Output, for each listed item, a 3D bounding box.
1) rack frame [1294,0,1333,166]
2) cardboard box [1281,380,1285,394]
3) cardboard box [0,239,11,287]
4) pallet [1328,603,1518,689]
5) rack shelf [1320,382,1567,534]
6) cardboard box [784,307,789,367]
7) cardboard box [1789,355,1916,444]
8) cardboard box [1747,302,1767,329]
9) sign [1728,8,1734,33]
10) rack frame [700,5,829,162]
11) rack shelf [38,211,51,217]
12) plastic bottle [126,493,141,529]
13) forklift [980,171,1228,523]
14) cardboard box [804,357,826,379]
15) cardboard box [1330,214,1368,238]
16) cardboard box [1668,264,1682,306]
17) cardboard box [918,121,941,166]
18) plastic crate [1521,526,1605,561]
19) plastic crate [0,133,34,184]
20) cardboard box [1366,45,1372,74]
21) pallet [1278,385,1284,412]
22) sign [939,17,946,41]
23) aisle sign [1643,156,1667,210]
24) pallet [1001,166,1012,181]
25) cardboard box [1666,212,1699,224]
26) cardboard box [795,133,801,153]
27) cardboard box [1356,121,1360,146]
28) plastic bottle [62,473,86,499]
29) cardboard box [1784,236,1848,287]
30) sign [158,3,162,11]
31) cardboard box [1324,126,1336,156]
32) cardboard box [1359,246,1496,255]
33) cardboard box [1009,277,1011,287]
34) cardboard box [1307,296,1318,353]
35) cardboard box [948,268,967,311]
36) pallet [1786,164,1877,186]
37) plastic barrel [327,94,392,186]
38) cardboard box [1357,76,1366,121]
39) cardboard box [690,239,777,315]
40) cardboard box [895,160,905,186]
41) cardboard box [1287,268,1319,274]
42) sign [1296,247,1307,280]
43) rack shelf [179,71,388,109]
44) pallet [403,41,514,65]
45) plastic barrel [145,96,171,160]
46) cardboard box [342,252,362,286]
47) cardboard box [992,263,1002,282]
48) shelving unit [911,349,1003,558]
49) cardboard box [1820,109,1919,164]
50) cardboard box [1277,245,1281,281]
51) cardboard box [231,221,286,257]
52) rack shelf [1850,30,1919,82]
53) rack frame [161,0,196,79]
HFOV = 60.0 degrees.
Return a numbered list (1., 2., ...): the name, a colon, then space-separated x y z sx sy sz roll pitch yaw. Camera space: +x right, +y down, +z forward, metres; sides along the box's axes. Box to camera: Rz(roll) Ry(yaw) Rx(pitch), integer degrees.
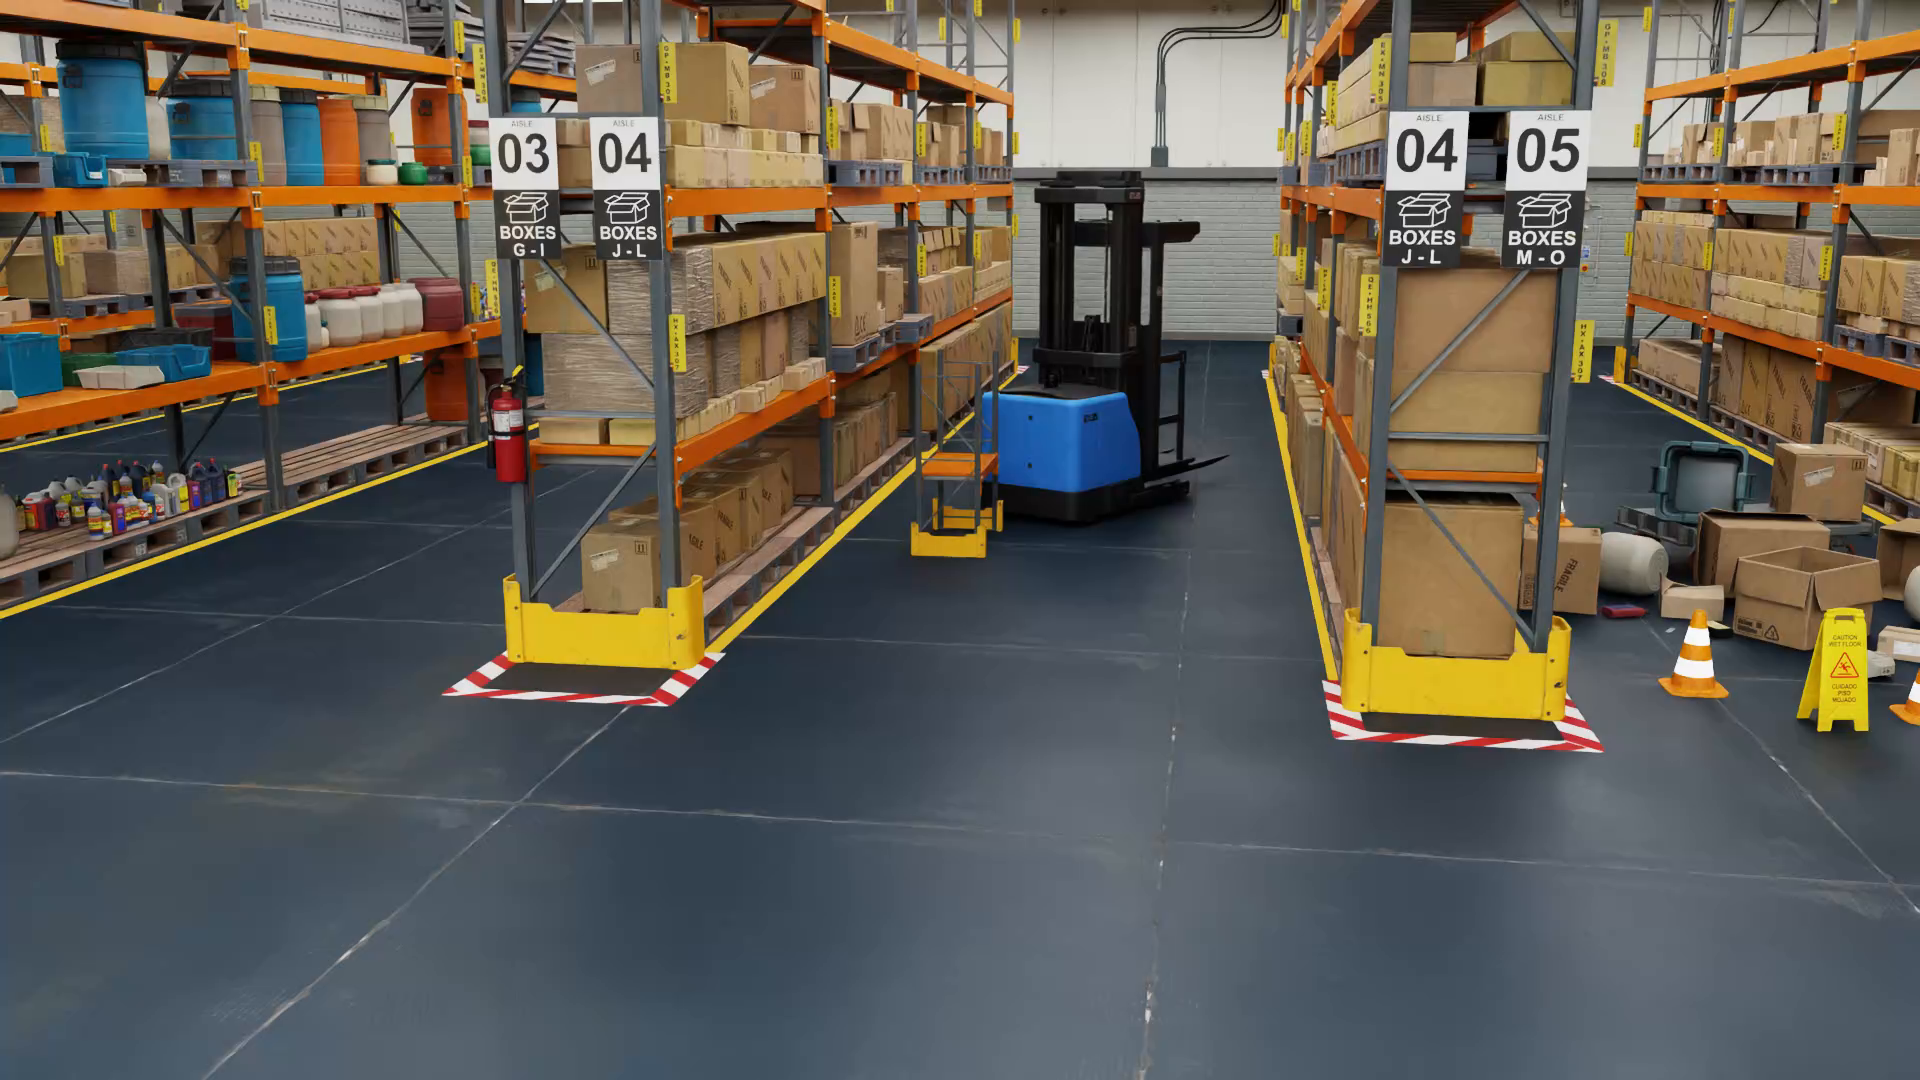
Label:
1. rack frame: 4.563 -5.979 19.875 1.000 3.000 0.127 2 12 9
2. cardboard box: 4.286 -1.950 21.193 0.380 0.149 0.250 2 12 9
3. cardboard box: -14.789 -4.120 24.779 0.980 0.700 0.700 2 12 7
4. pallet: 2.763 0.646 9.994 1.003 0.211 1.213 2 12 9
5. rack shelf: 3.025 -0.613 10.924 1.077 0.370 4.000 2 12 9
6. cardboard box: -1.795 -1.562 12.678 0.875 0.500 0.500 2 12 9
7. cardboard box: 9.043 -1.382 16.831 0.875 0.875 0.875 2 12 8
8. cardboard box: 8.882 -2.433 18.017 0.500 0.250 0.500 2 12 8
9. sign: 10.619 -7.147 22.890 0.100 0.325 0.005 2 12 9
10. rack frame: -1.553 -4.495 12.991 1.000 3.000 0.127 2 12 9
11. rack shelf: -11.033 -3.415 16.808 1.077 0.370 4.000 2 12 9
12. plastic bottle: -6.407 -0.231 12.877 0.097 0.271 0.097 0 12 0
13. forklift: 1.453 -1.834 15.048 1.130 2.935 3.031 9 15 36
14. cardboard box: -1.296 -1.385 13.398 0.380 0.149 0.250 2 12 9
15. cardboard box: 4.873 -3.815 20.759 0.500 0.500 0.500 2 12 10
16. cardboard box: 9.425 -3.273 21.322 0.500 0.500 0.500 2 12 8
17. cardboard box: -0.645 -4.543 19.092 0.797 0.503 0.637 2 12 8
18. plastic crate: 4.600 0.044 12.705 0.450 0.188 0.662 -3 8 40
19. plastic crate: -7.066 -2.755 12.077 0.392 0.384 0.575 2 12 9
20. cardboard box: 2.551 -2.776 9.603 0.380 0.149 0.250 2 12 10
21. pallet: 4.631 -1.824 21.455 1.003 0.211 1.213 2 12 9
22. sign: -0.255 -7.546 24.557 0.100 0.325 0.005 2 12 9
23. aisle sign: 9.809 -5.034 23.564 0.394 0.787 0.004 2 12 9
24. pallet: 0.189 -5.329 24.189 1.003 0.211 1.213 2 12 9
25. cardboard box: 9.476 -4.208 21.747 0.380 0.149 0.250 2 12 7
26. cardboard box: -1.402 -2.966 12.424 0.380 0.149 0.250 1 12 6
27. cardboard box: 2.629 -2.490 10.171 0.380 0.149 0.250 2 12 9
28. plastic bottle: -7.076 -0.361 13.290 0.144 0.351 0.185 2 12 8
29. cardboard box: 8.746 -2.835 16.917 0.500 0.500 0.500 2 12 10
30. sign: -10.644 -6.999 22.204 0.100 0.325 0.005 2 12 9
31. cardboard box: 3.385 -3.430 14.145 0.500 0.311 0.500 1 12 7
32. cardboard box: 3.272 -1.788 11.750 0.875 0.550 0.550 2 12 9
33. cardboard box: 0.563 -3.853 24.847 0.380 0.149 0.250 2 12 10
34. cardboard box: 3.458 -1.967 15.261 0.500 0.500 0.500 2 12 9
35. cardboard box: -0.208 -3.068 20.370 0.500 0.500 0.500 2 12 10
36. pallet: 8.901 -3.584 16.331 1.213 0.211 1.003 2 12 11
37. plastic barrel: -6.173 -4.103 17.102 0.600 0.901 0.600 0 12 0
38. cardboard box: 2.672 -2.660 10.012 0.500 0.250 0.500 2 12 8
39. cardboard box: -1.584 -1.831 11.551 0.500 0.500 0.500 2 12 9
40. cardboard box: -0.832 -3.577 16.209 0.500 0.250 0.500 2 12 8
41. cardboard box: 3.611 -2.756 17.348 0.380 0.149 0.250 2 12 8
42. sign: 3.410 -2.756 16.602 0.100 0.325 0.005 2 12 9
43. rack shelf: -9.803 -6.545 24.219 1.077 0.370 4.000 2 12 9
44. pallet: -5.690 -5.350 18.354 1.213 0.211 1.003 2 12 9
45. plastic barrel: -6.707 -3.366 13.609 0.421 0.512 0.421 0 12 0
46. cardboard box: -9.454 -4.117 25.240 0.500 0.500 0.500 2 12 9
47. cardboard box: 0.324 -3.811 23.709 0.500 0.250 0.500 1 12 7
48. shelving unit: -0.012 -0.717 13.262 0.587 1.500 1.083 2 12 9
49. cardboard box: 8.763 -3.879 16.013 0.797 0.503 0.637 1 12 5
50. cardboard box: 4.836 -3.988 23.937 0.500 0.500 0.500 2 12 11
51. cardboard box: -9.760 -4.176 23.140 0.500 0.500 0.500 2 12 10
52. rack shelf: 8.547 -4.043 13.551 1.077 0.370 4.000 2 12 9
53. rack frame: -10.111 -6.482 22.211 1.000 3.000 0.127 2 12 9
